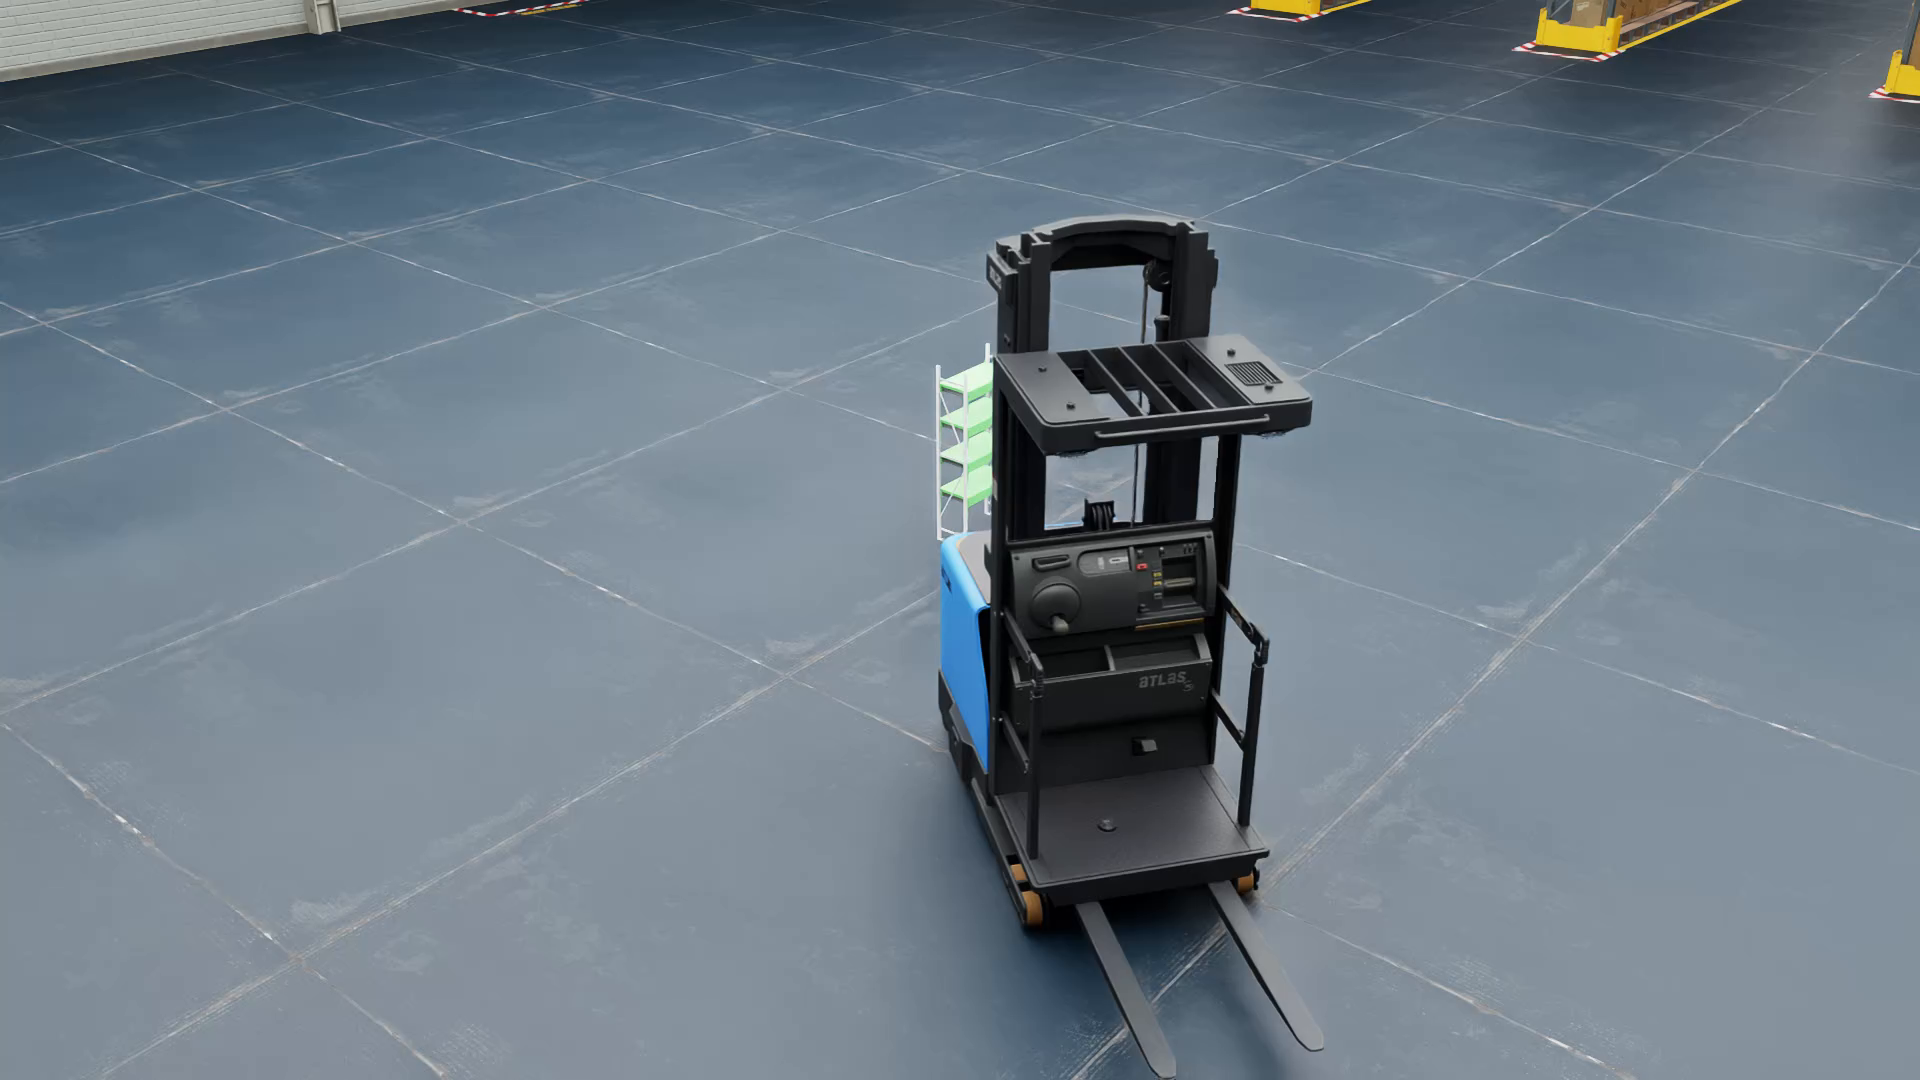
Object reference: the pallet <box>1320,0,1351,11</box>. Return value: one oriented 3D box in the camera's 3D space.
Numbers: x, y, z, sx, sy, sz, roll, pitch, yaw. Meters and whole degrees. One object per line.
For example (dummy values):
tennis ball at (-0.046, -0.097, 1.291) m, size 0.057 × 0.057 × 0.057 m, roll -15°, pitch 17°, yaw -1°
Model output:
pallet at (5.993, -9.315, 28.526) m, size 1.003 × 0.211 × 1.213 m, roll 21°, pitch 34°, yaw 34°

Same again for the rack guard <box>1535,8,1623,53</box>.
rack guard at (9.330, -7.695, 25.081) m, size 1.175 × 0.500 × 0.348 m, roll 21°, pitch 34°, yaw 34°

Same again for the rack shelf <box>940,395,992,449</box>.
rack shelf at (0.105, -0.748, 10.507) m, size 0.258 × 0.148 × 0.480 m, roll 21°, pitch 34°, yaw 34°

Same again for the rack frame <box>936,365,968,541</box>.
rack frame at (-0.050, -0.505, 10.421) m, size 0.240 × 1.200 × 0.015 m, roll 21°, pitch 34°, yaw 34°

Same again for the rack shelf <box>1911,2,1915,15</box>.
rack shelf at (14.317, -7.683, 23.119) m, size 1.077 × 0.370 × 4.000 m, roll 21°, pitch 34°, yaw 34°

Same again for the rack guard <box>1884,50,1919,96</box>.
rack guard at (13.030, -6.174, 22.141) m, size 1.175 × 0.500 × 0.348 m, roll 21°, pitch 34°, yaw 34°

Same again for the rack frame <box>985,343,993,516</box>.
rack frame at (0.261, -0.678, 10.755) m, size 0.240 × 1.200 × 0.015 m, roll 21°, pitch 34°, yaw 34°

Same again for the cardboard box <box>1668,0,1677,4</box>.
cardboard box at (11.541, -9.143, 27.422) m, size 0.500 × 0.500 × 0.500 m, roll 20°, pitch 33°, yaw 33°

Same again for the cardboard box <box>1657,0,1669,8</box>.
cardboard box at (11.183, -8.938, 27.026) m, size 0.500 × 0.500 × 0.500 m, roll -16°, pitch 31°, yaw -28°

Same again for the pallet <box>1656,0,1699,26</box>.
pallet at (11.426, -8.710, 27.357) m, size 1.003 × 0.211 × 1.213 m, roll 21°, pitch 34°, yaw 34°

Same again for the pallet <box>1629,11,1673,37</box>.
pallet at (10.651, -8.275, 26.517) m, size 1.003 × 0.211 × 1.213 m, roll 21°, pitch 34°, yaw 34°

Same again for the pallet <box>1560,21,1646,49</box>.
pallet at (9.874, -7.845, 25.684) m, size 1.003 × 0.211 × 1.213 m, roll 21°, pitch 34°, yaw 34°

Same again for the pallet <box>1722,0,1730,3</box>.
pallet at (13.096, -9.669, 29.211) m, size 1.003 × 0.211 × 1.213 m, roll 21°, pitch 34°, yaw 34°

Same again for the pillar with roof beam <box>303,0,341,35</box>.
pillar with roof beam at (-6.718, -10.774, 21.784) m, size 9.100 × 9.000 × 0.400 m, roll 21°, pitch 34°, yaw 34°

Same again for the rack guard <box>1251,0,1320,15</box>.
rack guard at (5.472, -9.157, 27.906) m, size 1.175 × 0.500 × 0.348 m, roll 21°, pitch 34°, yaw 34°

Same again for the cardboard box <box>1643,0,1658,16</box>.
cardboard box at (10.848, -8.695, 26.556) m, size 0.500 × 0.500 × 0.500 m, roll 17°, pitch 32°, yaw 30°

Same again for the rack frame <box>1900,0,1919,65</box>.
rack frame at (13.045, -7.293, 21.583) m, size 1.000 × 3.000 × 0.127 m, roll 21°, pitch 34°, yaw 34°

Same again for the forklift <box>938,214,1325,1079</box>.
forklift at (0.732, 0.230, 7.115) m, size 1.130 × 2.935 × 3.031 m, roll -6°, pitch 28°, yaw -12°

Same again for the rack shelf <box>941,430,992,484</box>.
rack shelf at (0.105, -0.535, 10.617) m, size 0.258 × 0.148 × 0.480 m, roll 21°, pitch 34°, yaw 34°

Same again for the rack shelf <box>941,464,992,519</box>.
rack shelf at (0.105, -0.322, 10.727) m, size 0.258 × 0.148 × 0.480 m, roll 21°, pitch 34°, yaw 34°

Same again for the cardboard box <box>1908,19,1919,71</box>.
cardboard box at (13.425, -6.796, 22.477) m, size 0.875 × 0.875 × 0.875 m, roll 21°, pitch 34°, yaw 35°

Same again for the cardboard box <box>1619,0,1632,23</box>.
cardboard box at (10.046, -8.293, 25.780) m, size 0.500 × 0.500 × 0.500 m, roll -18°, pitch 32°, yaw -31°

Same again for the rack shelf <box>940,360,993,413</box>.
rack shelf at (0.105, -0.961, 10.397) m, size 0.258 × 0.148 × 0.480 m, roll 21°, pitch 34°, yaw 34°

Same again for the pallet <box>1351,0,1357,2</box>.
pallet at (6.769, -9.745, 29.358) m, size 1.003 × 0.211 × 1.213 m, roll 21°, pitch 34°, yaw 34°

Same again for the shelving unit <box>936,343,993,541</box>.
shelving unit at (0.105, -0.592, 10.588) m, size 0.258 × 1.200 × 0.503 m, roll 21°, pitch 34°, yaw 34°

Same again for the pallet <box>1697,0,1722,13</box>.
pallet at (12.320, -9.235, 28.371) m, size 1.003 × 0.211 × 1.213 m, roll 21°, pitch 34°, yaw 34°

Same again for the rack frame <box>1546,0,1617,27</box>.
rack frame at (9.282, -8.779, 24.455) m, size 1.000 × 3.000 × 0.127 m, roll 21°, pitch 34°, yaw 34°

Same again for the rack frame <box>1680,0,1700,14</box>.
rack frame at (11.826, -10.197, 27.196) m, size 1.000 × 3.000 × 0.127 m, roll 21°, pitch 34°, yaw 34°

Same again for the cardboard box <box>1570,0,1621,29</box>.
cardboard box at (9.692, -8.071, 25.351) m, size 0.500 × 0.500 × 0.500 m, roll -21°, pitch 34°, yaw -35°

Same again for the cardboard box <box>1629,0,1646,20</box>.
cardboard box at (10.459, -8.510, 26.199) m, size 0.500 × 0.500 × 0.500 m, roll 25°, pitch 36°, yaw 39°
